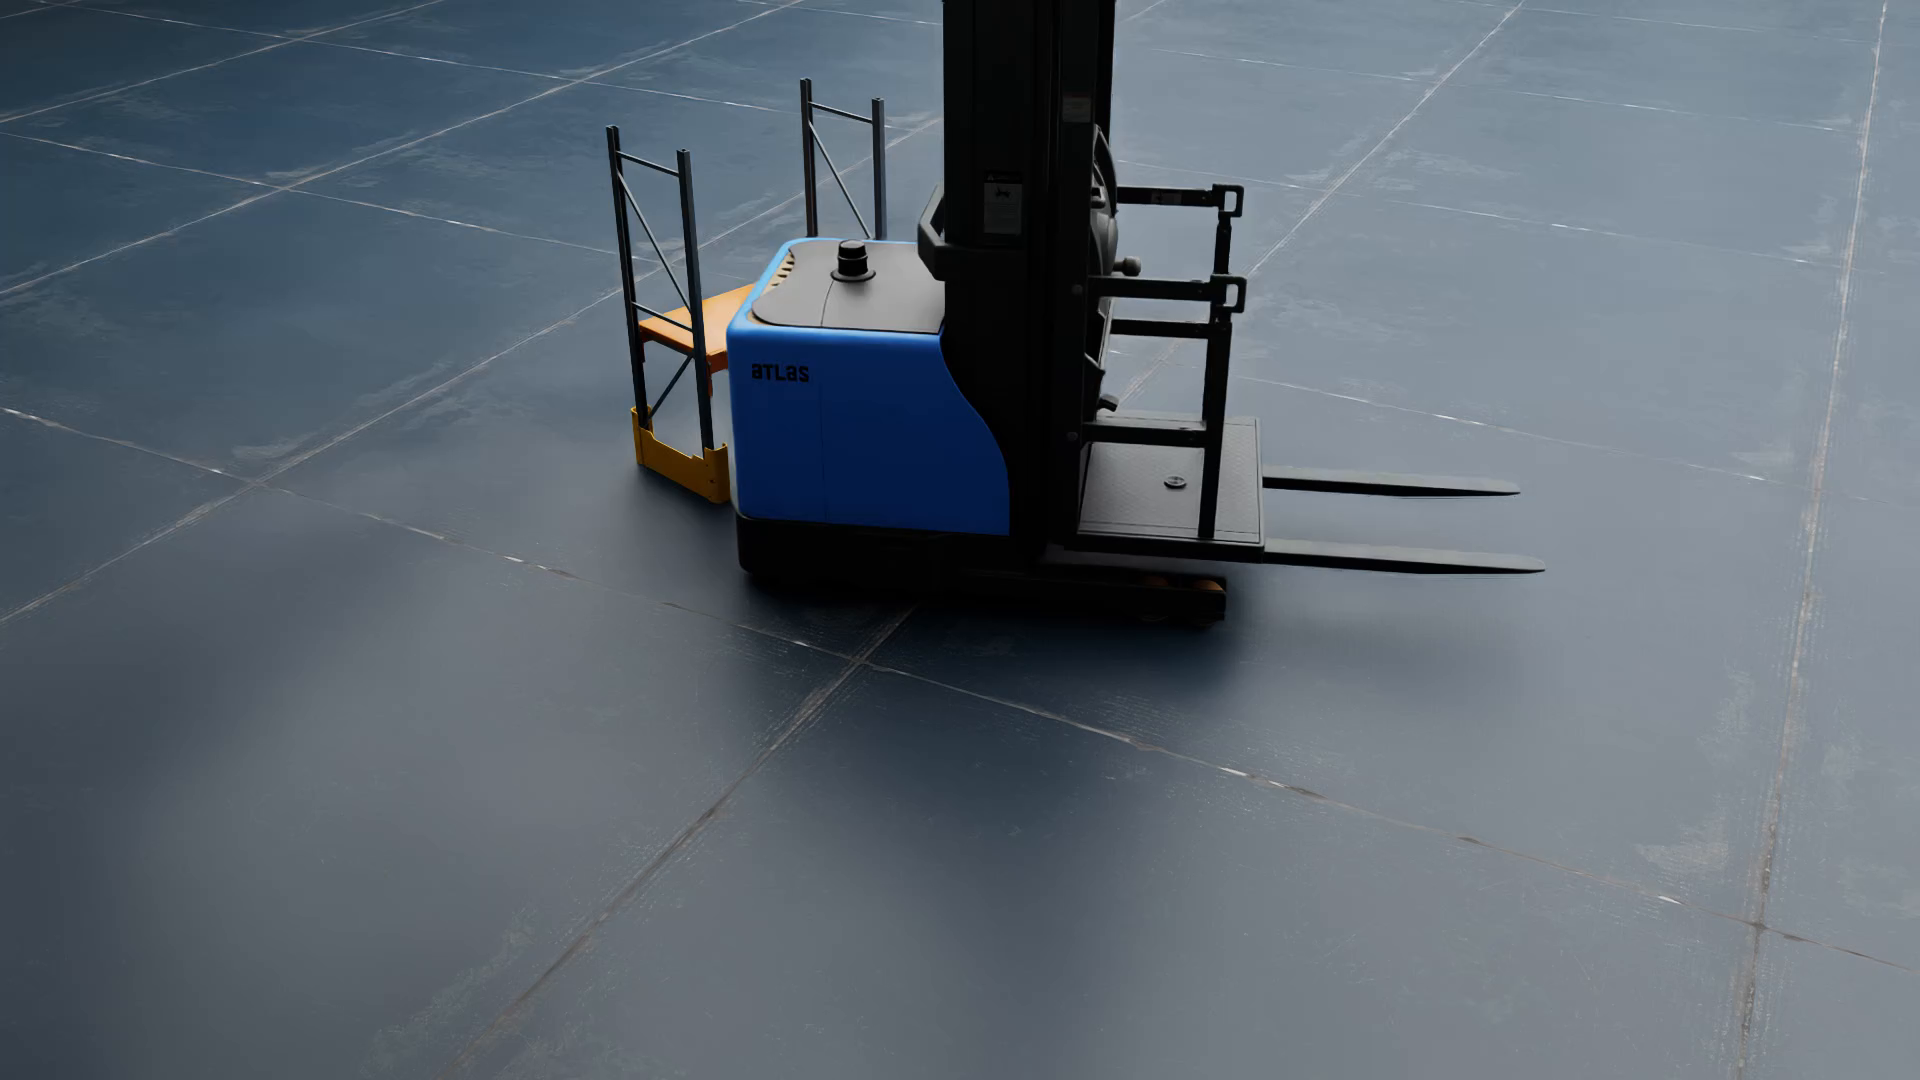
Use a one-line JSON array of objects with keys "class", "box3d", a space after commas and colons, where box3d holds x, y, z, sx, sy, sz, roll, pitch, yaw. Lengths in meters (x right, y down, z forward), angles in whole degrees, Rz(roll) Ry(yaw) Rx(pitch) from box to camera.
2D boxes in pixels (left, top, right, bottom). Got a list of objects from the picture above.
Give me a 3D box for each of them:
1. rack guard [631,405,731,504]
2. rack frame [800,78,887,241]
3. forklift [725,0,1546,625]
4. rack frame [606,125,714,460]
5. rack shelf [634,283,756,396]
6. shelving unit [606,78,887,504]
[{"class": "rack guard", "box3d": [-1.202, -0.374, 7.150, 0.587, 0.250, 0.087, 26, 39, 37]}, {"class": "rack frame", "box3d": [-0.507, -1.272, 7.459, 0.500, 1.500, 0.032, 26, 39, 37]}, {"class": "forklift", "box3d": [0.701, -1.236, 5.960, 3.031, 2.935, 1.130, 4, 30, 7]}, {"class": "rack frame", "box3d": [-1.215, -0.909, 6.827, 0.500, 1.500, 0.032, 26, 39, 37]}, {"class": "rack shelf", "box3d": [-0.861, -0.935, 7.233, 0.538, 0.185, 1.000, 26, 39, 37]}, {"class": "shelving unit", "box3d": [-0.855, -1.094, 7.149, 0.587, 1.500, 1.083, 26, 39, 37]}]
